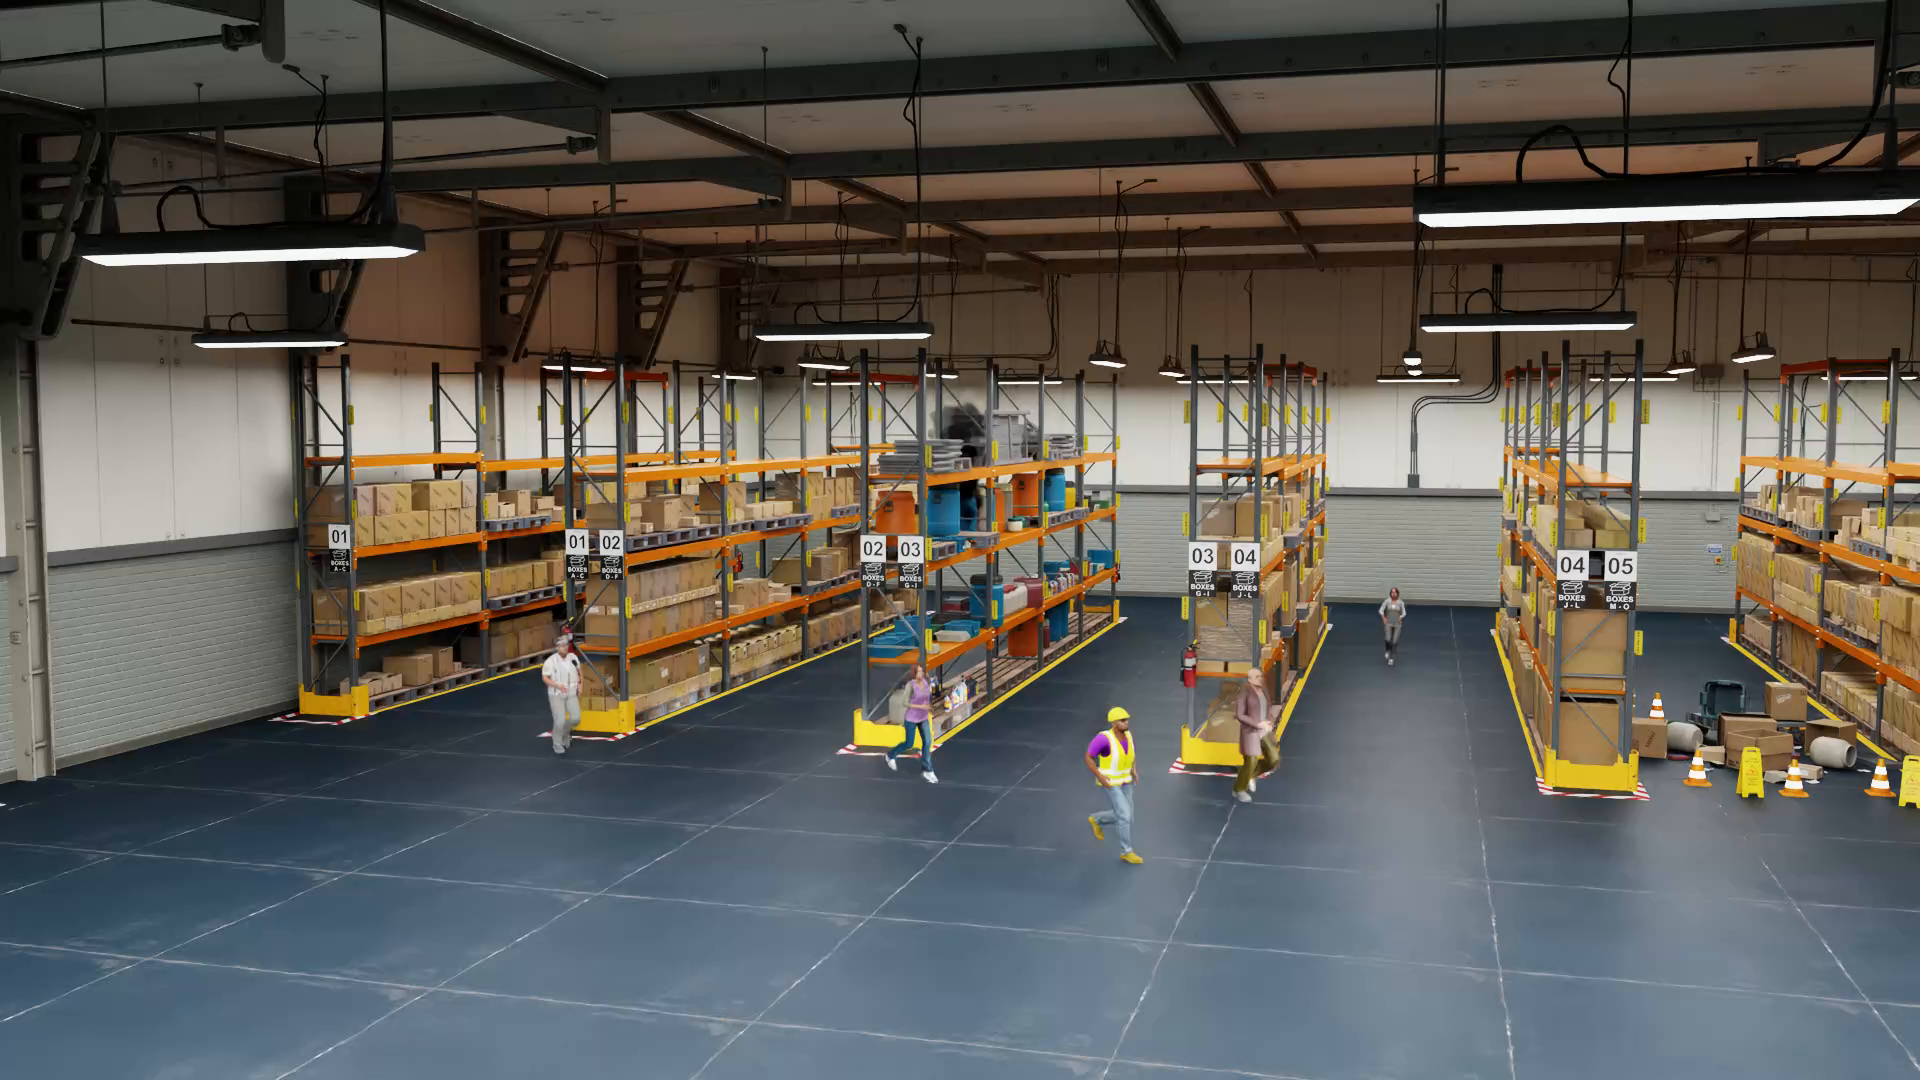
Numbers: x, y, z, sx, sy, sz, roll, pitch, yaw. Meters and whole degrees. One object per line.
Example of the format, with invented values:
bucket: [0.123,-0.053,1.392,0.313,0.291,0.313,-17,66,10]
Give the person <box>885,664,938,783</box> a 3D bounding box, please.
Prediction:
person: [-0.622,2.491,22.877,0.552,1.607,0.856,-4,6,-43]

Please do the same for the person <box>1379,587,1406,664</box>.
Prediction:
person: [8.652,1.726,33.260,0.514,1.558,0.541,1,4,11]

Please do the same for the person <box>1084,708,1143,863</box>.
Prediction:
person: [1.722,2.741,18.785,0.725,1.739,0.788,-4,6,-42]

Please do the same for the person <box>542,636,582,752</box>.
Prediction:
person: [-5.853,2.281,24.697,0.699,1.745,0.608,-4,6,-39]

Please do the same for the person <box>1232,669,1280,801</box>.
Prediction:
person: [3.854,2.619,21.529,0.747,1.550,0.759,-3,5,-32]
